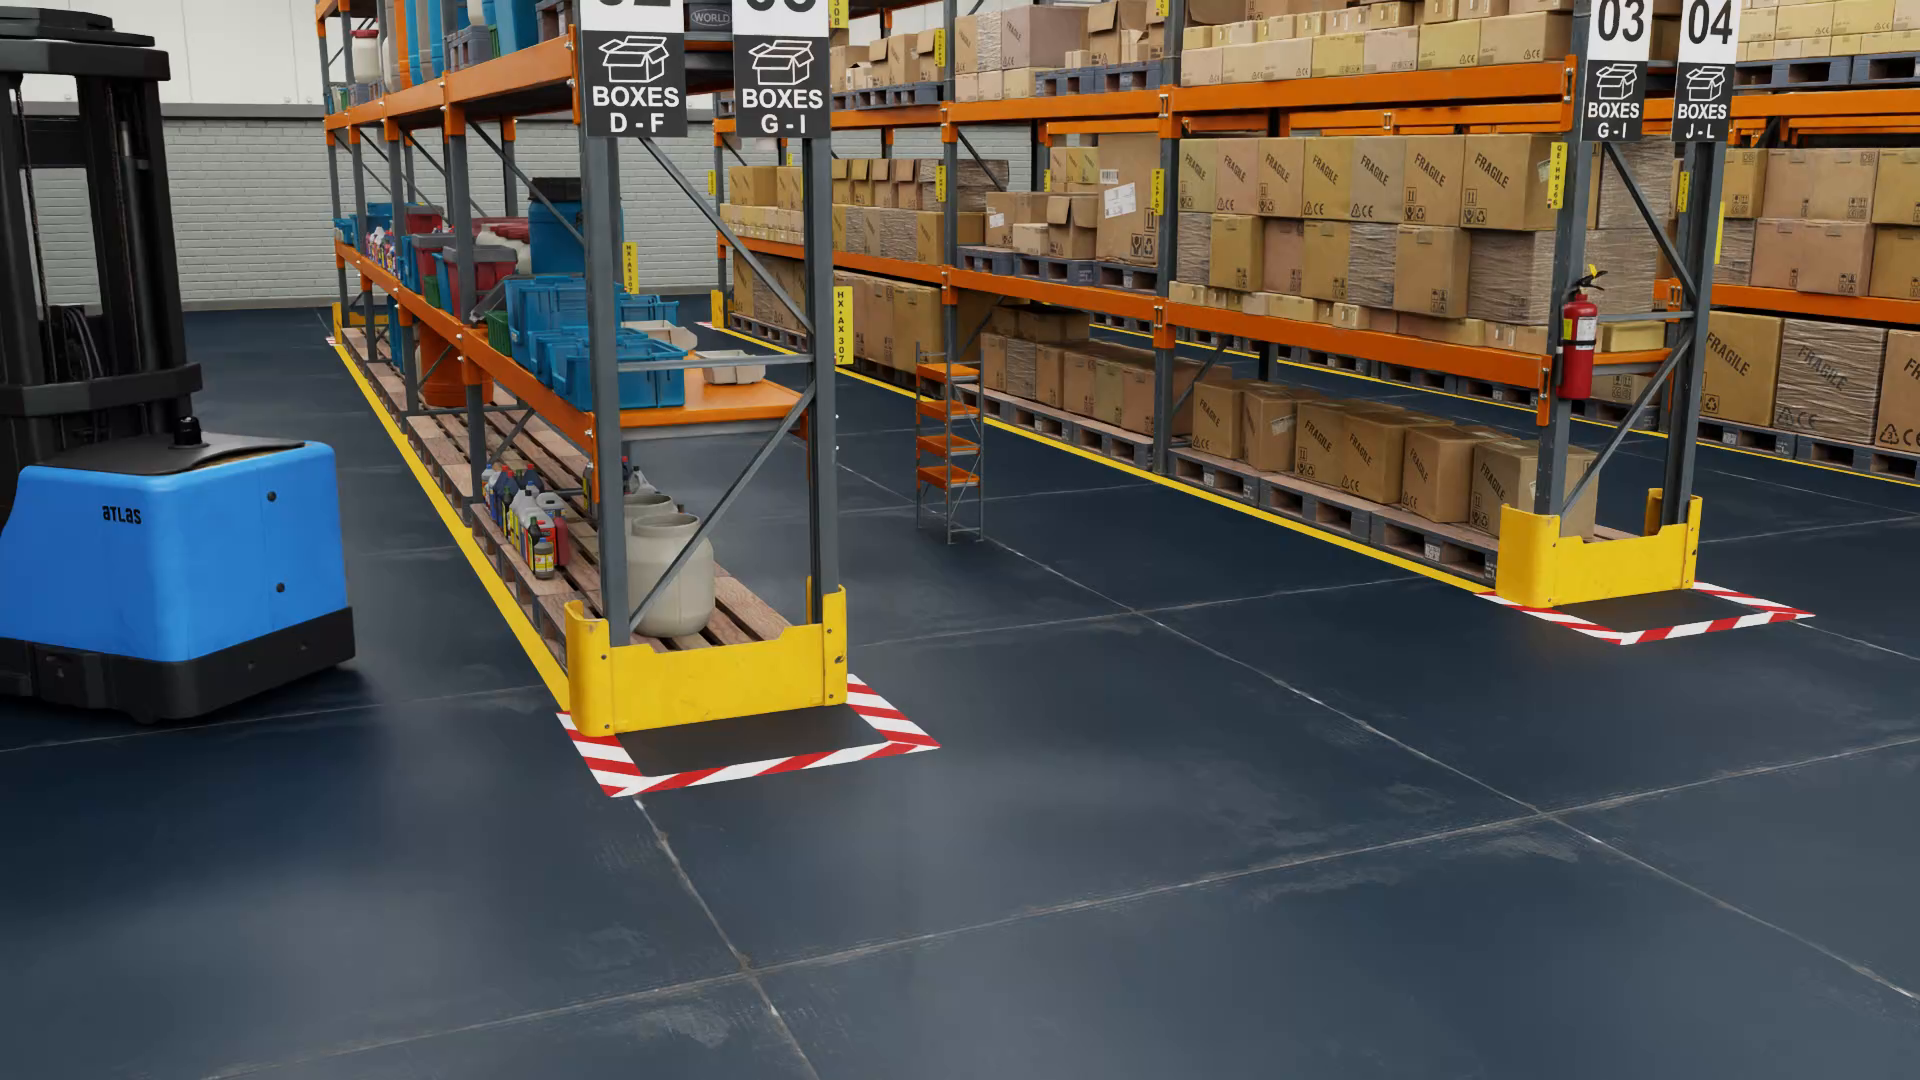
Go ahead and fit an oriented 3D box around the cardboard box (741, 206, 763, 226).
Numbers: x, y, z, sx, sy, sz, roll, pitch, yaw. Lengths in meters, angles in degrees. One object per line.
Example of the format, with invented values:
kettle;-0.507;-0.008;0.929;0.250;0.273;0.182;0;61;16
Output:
cardboard box;-2.520;-4.211;21.584;0.500;0.250;0.500;-6;14;-25

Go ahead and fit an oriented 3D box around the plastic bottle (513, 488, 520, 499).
plastic bottle;-2.496;-0.162;9.491;0.097;0.271;0.097;0;13;0

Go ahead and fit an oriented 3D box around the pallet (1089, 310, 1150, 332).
pallet;2.517;-3.104;23.312;1.003;0.211;1.213;-6;14;-23

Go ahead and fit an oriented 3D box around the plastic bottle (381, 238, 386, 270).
plastic bottle;-5.349;-2.663;15.484;0.061;0.283;0.133;-6;14;-23

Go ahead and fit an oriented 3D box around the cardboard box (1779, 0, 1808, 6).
cardboard box;6.554;-4.191;12.810;0.380;0.149;0.250;-6;14;-23

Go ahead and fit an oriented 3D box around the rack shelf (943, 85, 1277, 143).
rack shelf;1.129;-3.518;13.862;1.077;0.370;4.000;-6;14;-23

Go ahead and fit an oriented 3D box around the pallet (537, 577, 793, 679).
pallet;-1.400;0.458;7.921;1.003;0.211;1.213;-6;14;-23

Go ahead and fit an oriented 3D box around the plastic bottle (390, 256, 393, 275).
plastic bottle;-5.002;-2.455;14.765;0.097;0.201;0.097;0;13;0

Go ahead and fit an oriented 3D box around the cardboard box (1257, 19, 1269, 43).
cardboard box;2.174;-3.328;10.893;0.380;0.149;0.250;-5;14;-21

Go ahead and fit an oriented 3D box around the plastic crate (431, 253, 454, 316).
plastic crate;-3.335;-1.739;11.266;0.392;0.384;0.575;-6;14;-23

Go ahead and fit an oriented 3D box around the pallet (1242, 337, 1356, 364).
pallet;4.116;-2.302;19.850;1.003;0.211;1.213;-6;14;-23

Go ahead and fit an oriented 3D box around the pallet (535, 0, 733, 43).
pallet;-1.248;-2.270;7.290;1.003;0.211;1.213;-6;14;-23

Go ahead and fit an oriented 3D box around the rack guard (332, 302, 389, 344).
rack guard;-7.436;-2.812;21.411;1.175;0.500;0.348;-6;14;-23

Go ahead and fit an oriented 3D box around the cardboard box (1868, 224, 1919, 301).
cardboard box;7.328;-2.085;12.394;0.875;0.550;0.500;-6;14;-23

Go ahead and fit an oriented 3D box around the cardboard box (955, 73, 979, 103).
cardboard box;0.283;-4.089;15.064;0.500;0.250;0.500;-5;14;-22

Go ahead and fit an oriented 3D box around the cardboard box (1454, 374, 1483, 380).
cardboard box;5.428;-2.042;16.599;1.050;0.750;0.750;-5;14;-22

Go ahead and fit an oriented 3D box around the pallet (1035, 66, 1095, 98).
pallet;1.362;-3.715;13.534;1.213;0.211;1.003;-6;14;-23

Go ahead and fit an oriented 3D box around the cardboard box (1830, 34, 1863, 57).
cardboard box;6.759;-3.698;12.446;0.380;0.149;0.250;-6;14;-24

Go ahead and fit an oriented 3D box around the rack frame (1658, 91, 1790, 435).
rack frame;6.515;-2.421;14.179;1.000;3.000;0.127;-6;14;-23

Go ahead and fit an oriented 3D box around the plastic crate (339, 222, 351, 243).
plastic crate;-7.090;-3.621;19.601;0.416;0.233;0.300;-6;14;-23

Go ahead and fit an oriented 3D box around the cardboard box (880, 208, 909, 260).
cardboard box;-0.502;-3.159;17.147;0.500;0.500;0.500;-6;14;-25

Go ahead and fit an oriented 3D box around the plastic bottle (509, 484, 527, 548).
plastic bottle;-2.419;-0.140;9.220;0.144;0.351;0.185;-6;14;-23

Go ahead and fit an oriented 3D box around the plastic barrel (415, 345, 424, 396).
plastic barrel;-4.730;-1.574;15.104;0.421;0.512;0.421;0;13;0

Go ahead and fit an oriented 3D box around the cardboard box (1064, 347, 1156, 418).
cardboard box;1.306;-1.335;14.055;0.700;0.500;0.500;-7;15;-28

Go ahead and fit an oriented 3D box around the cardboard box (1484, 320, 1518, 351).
cardboard box;3.130;-1.137;9.189;0.380;0.149;0.250;-6;14;-23

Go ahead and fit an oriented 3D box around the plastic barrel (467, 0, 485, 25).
plastic barrel;-2.616;-3.161;9.542;0.421;0.512;0.421;0;13;0

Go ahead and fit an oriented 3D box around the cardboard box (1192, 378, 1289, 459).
cardboard box;2.054;-0.895;12.196;0.500;0.500;0.500;-6;14;-25

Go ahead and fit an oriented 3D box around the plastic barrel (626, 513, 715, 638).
plastic barrel;-1.339;0.158;7.621;0.421;0.512;0.421;0;13;0

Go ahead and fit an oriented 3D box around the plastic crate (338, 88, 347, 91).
plastic crate;-6.470;-4.739;17.911;0.416;0.233;0.300;-6;14;-23

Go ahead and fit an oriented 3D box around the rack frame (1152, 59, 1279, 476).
rack frame;1.930;-1.994;12.334;1.000;3.000;0.127;-6;14;-23

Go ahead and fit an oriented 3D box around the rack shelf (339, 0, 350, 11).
rack shelf;-5.012;-5.164;15.207;1.077;0.370;4.000;-6;14;-23

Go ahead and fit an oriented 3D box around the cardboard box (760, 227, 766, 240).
cardboard box;-2.313;-3.876;21.023;0.380;0.149;0.250;-5;14;-22

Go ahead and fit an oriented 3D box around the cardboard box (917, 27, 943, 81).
cardboard box;0.018;-4.656;16.024;0.797;0.503;0.637;-5;14;-20

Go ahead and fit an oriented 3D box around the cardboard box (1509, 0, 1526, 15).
cardboard box;3.139;-2.844;8.801;0.380;0.149;0.250;-6;14;-25

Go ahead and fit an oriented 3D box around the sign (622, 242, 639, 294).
sign;-2.100;-1.729;10.575;0.100;0.325;0.005;-6;14;-23

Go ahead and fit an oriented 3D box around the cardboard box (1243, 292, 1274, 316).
cardboard box;2.126;-1.592;11.154;0.380;0.149;0.250;-6;14;-23

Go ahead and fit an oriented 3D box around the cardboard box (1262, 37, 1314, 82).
cardboard box;2.282;-3.054;10.593;0.500;0.250;0.500;-6;14;-25

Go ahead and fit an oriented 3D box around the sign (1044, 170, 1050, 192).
sign;0.821;-3.397;16.003;0.100;0.325;0.005;-6;14;-23

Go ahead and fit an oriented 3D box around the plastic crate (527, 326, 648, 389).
plastic crate;-1.735;-0.859;7.759;0.499;0.251;0.408;-6;14;-23

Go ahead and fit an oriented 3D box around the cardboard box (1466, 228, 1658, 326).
cardboard box;3.337;-1.478;9.220;0.875;0.500;0.500;-6;14;-23

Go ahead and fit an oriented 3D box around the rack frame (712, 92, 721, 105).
rack frame;-2.877;-7.396;22.369;1.000;3.000;0.127;-6;14;-23

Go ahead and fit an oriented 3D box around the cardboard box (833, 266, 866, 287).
cardboard box;-1.000;-2.686;19.104;1.225;0.875;0.875;-6;14;-23

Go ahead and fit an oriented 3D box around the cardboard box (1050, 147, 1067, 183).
cardboard box;1.645;-5.465;24.229;0.500;0.500;0.500;-6;14;-23

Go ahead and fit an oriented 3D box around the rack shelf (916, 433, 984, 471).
rack shelf;-0.066;-0.553;10.398;0.258;0.148;0.480;-6;14;-23

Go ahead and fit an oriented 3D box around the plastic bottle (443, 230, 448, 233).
plastic bottle;-5.359;-3.087;17.331;0.152;0.276;0.135;-6;14;-23

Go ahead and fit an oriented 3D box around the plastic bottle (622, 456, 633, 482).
plastic bottle;-2.009;-0.324;10.016;0.144;0.351;0.185;-6;15;-26

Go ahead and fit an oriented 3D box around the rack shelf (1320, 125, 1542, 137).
rack shelf;7.005;-6.066;24.871;1.077;0.370;4.000;-6;14;-23

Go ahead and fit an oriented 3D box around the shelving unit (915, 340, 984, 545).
shelving unit;-0.066;-0.619;10.382;0.258;1.200;0.503;-6;14;-23

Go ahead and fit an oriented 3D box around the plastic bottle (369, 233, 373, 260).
plastic bottle;-5.901;-2.953;16.761;0.097;0.271;0.097;0;13;0

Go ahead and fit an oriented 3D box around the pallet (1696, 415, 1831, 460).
pallet;6.748;-0.899;13.784;1.003;0.211;1.213;-6;14;-23

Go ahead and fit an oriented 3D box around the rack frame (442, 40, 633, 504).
rack frame;-2.608;-1.547;10.401;1.000;3.000;0.127;-6;14;-23

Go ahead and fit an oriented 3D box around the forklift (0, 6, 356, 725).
forklift;-4.373;-0.854;7.560;3.031;2.935;1.130;6;14;23
